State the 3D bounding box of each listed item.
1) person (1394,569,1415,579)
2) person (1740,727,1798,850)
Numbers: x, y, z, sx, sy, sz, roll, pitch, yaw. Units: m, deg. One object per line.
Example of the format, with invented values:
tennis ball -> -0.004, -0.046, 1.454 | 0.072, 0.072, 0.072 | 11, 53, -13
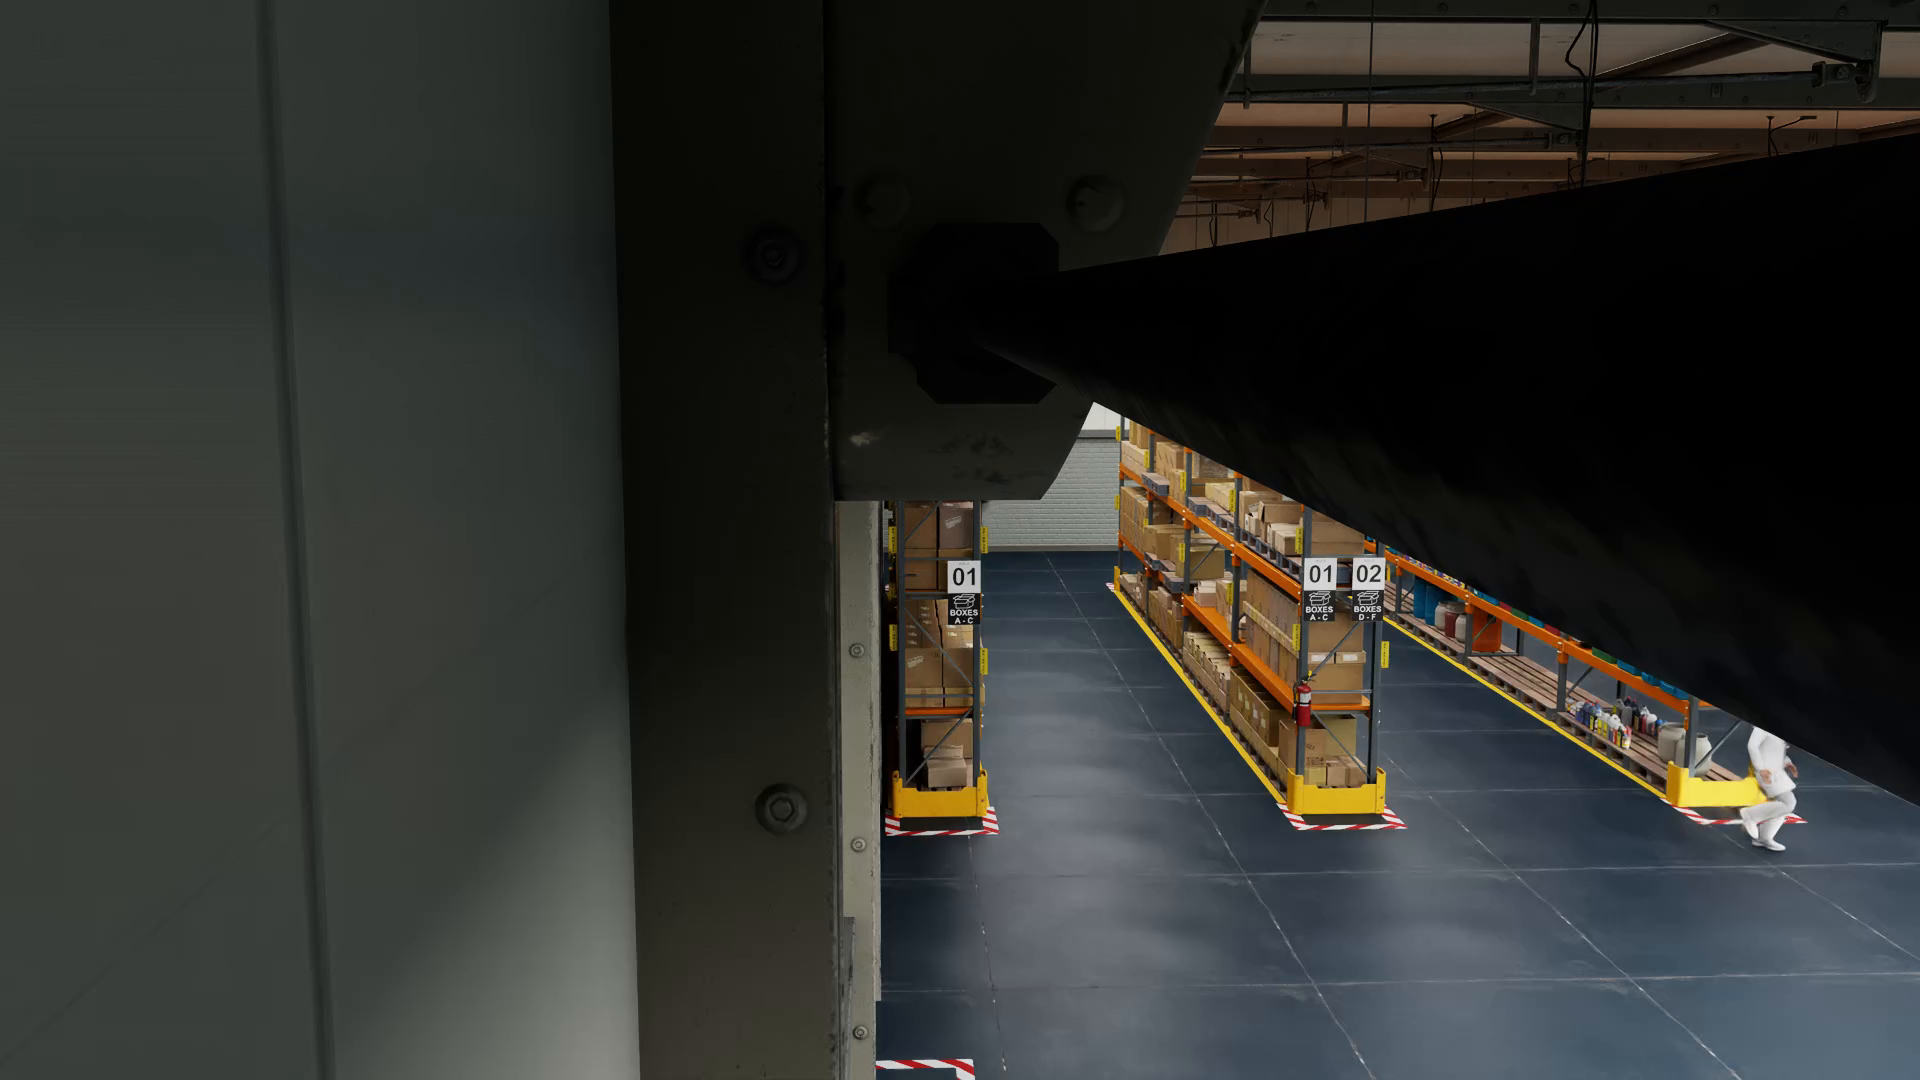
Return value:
person -> 10.089, 0.176, 37.472 | 0.732, 1.632, 0.729 | 6, 10, 34
person -> 9.487, 2.711, 19.397 | 0.569, 1.698, 0.736 | 6, 10, 37
